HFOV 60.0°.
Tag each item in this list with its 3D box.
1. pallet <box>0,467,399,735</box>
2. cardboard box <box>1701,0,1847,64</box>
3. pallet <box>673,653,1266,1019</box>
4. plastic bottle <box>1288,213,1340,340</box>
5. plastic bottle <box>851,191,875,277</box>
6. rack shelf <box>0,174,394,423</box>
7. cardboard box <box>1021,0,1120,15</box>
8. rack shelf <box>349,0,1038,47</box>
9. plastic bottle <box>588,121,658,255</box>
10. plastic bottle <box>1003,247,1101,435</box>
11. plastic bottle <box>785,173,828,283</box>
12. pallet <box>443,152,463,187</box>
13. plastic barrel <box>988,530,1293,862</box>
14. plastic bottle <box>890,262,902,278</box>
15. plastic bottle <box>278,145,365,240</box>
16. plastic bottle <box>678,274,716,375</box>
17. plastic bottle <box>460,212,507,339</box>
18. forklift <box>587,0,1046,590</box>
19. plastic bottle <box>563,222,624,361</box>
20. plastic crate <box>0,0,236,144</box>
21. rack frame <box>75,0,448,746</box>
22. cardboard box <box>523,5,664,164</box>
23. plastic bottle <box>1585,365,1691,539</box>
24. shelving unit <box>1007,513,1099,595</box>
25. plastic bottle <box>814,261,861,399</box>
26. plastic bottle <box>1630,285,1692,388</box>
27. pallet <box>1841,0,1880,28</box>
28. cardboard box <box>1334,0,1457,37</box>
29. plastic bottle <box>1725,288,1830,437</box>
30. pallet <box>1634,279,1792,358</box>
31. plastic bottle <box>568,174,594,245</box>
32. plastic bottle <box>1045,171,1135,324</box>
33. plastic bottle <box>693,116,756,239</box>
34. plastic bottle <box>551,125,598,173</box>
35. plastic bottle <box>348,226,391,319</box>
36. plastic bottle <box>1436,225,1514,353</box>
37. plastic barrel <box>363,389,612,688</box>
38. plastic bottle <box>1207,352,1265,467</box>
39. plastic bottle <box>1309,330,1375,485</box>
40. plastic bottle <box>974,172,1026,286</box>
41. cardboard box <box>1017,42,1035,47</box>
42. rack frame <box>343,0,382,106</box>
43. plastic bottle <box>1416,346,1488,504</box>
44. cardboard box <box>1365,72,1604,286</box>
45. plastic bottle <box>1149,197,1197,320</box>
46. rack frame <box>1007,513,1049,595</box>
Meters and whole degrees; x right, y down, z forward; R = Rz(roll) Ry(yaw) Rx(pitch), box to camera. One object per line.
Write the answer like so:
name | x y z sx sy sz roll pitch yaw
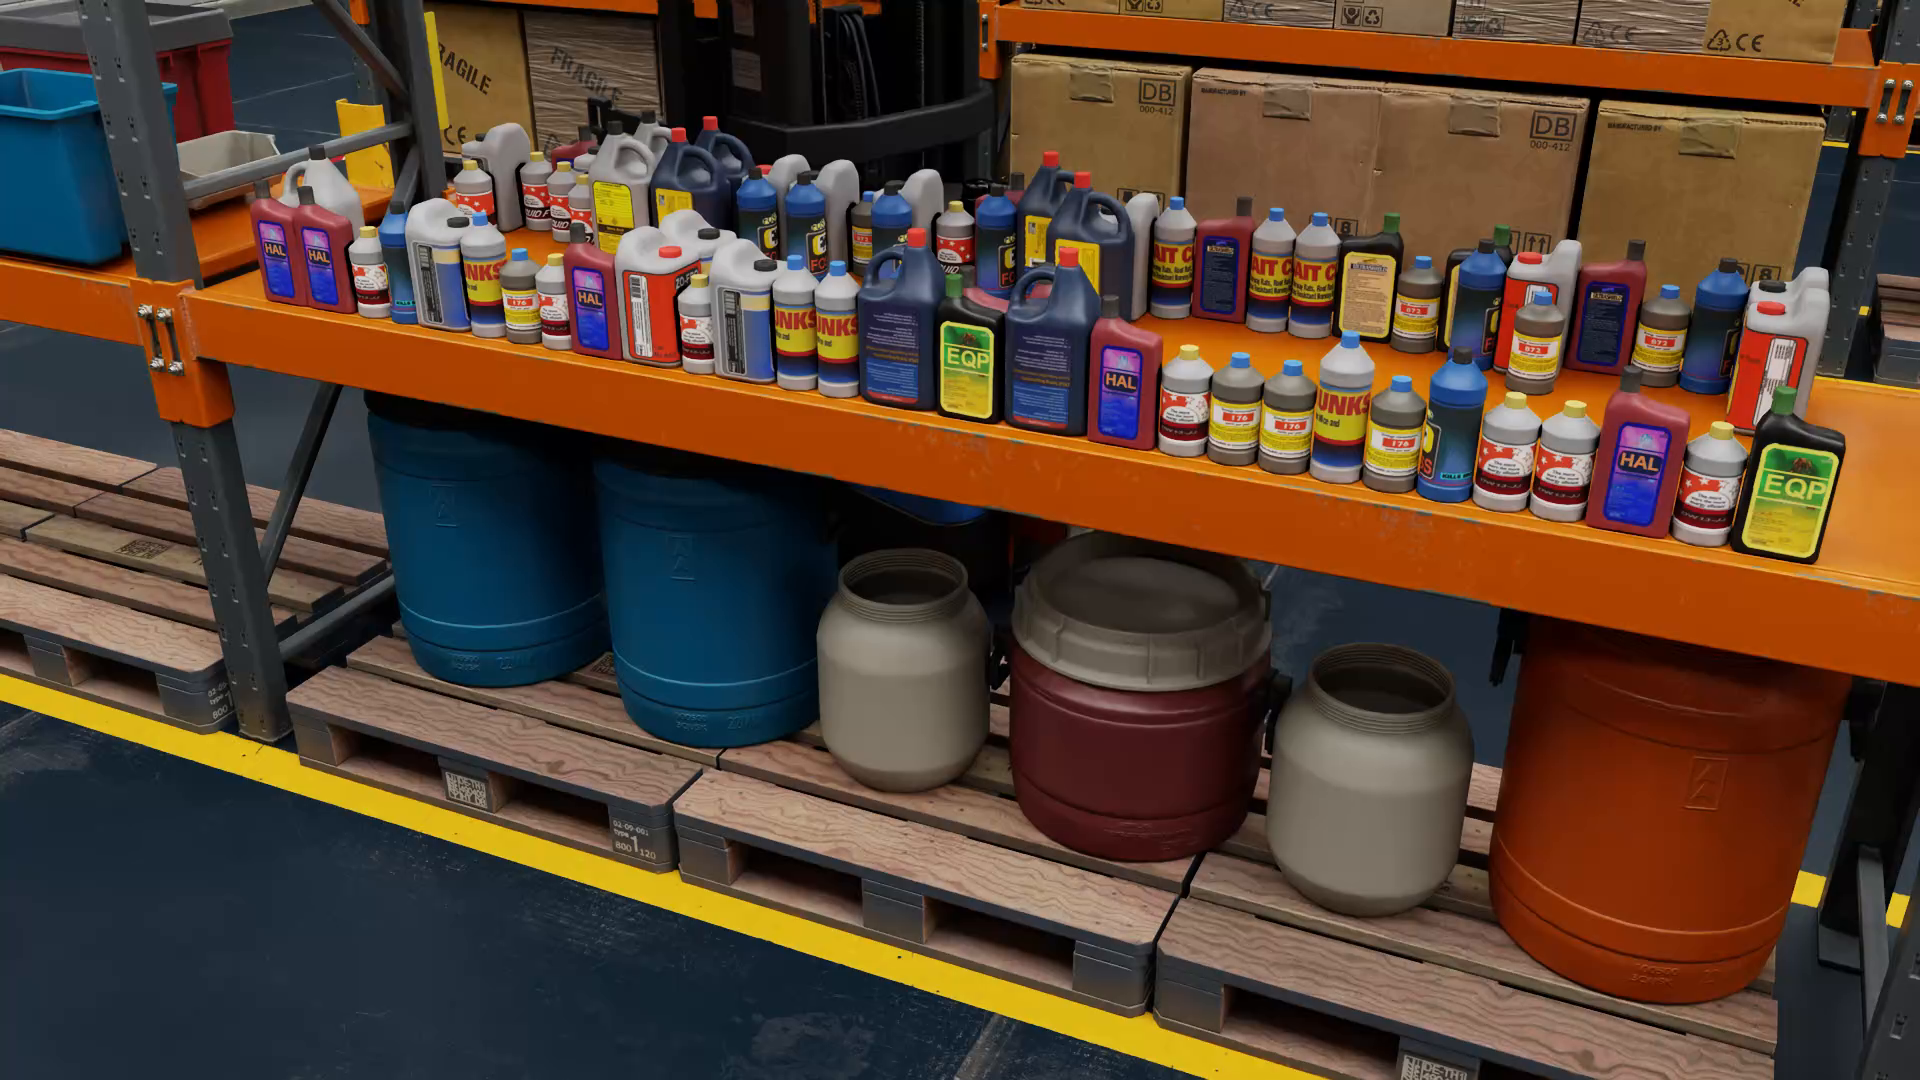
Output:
pallet | -2.430 0.144 5.218 1.213 0.211 1.003 11 28 22
cardboard box | 3.395 -2.283 6.879 0.500 0.500 0.500 12 29 23
pallet | 0.055 0.643 4.204 1.213 0.211 1.003 11 28 22
plastic bottle | 0.790 -0.591 3.701 0.097 0.271 0.097 0 26 0
plastic bottle | -0.221 -0.763 4.128 0.097 0.201 0.097 0 26 0
rack shelf | -3.565 -1.031 5.262 4.000 0.370 1.077 11 28 22
cardboard box | 0.621 -2.840 8.008 0.500 0.500 0.500 11 28 22
rack shelf | -1.515 -3.022 9.307 4.000 0.370 1.077 11 28 22
plastic bottle | -0.832 -0.871 4.180 0.185 0.351 0.144 11 28 22
plastic bottle | 0.184 -0.392 3.205 0.185 0.351 0.144 11 28 22
plastic bottle | -0.373 -0.751 4.025 0.097 0.271 0.097 0 26 0
pallet | -2.575 -2.345 10.274 1.213 0.211 1.003 11 28 22
plastic barrel | 0.416 0.348 3.902 0.708 0.588 0.600 11 28 22
plastic bottle | -0.096 -0.471 3.456 0.097 0.271 0.097 0 26 0
plastic bottle | -1.522 -0.764 3.961 0.185 0.351 0.144 11 28 22
plastic bottle | -0.544 -0.459 3.512 0.097 0.201 0.097 0 26 0
plastic bottle | -1.054 -0.593 3.705 0.097 0.271 0.097 0 26 0
forklift | -0.718 -1.702 5.888 1.130 2.935 3.031 -23 34 -39
plastic bottle | -0.779 -0.535 3.572 0.133 0.283 0.061 11 28 22
plastic crate | -2.454 -1.308 4.870 0.583 0.464 0.402 11 28 22
rack frame | -1.745 -0.988 4.361 0.127 3.000 1.000 11 28 22
cardboard box | -1.892 -2.695 9.757 0.875 0.875 0.875 11 28 22
plastic bottle | 1.142 -0.149 2.788 0.133 0.283 0.061 11 28 22
shelving unit | 0.311 -0.285 5.140 0.215 1.050 0.252 -23 34 -39
plastic bottle | -0.244 -0.431 3.374 0.097 0.271 0.097 0 26 0
plastic bottle | 1.454 -0.426 3.445 0.097 0.201 0.097 0 26 0
pallet | 8.760 -4.838 15.338 1.213 0.211 1.003 11 28 22
cardboard box | 2.007 -2.564 7.449 0.500 0.500 0.500 12 29 23
plastic bottle | 1.574 -0.349 3.203 0.135 0.276 0.152 11 28 22
pallet | 3.260 -1.171 7.890 1.213 0.211 1.003 11 28 22
plastic bottle | -0.954 -0.836 4.278 0.097 0.201 0.097 0 26 0
plastic bottle | 0.290 -0.642 3.714 0.185 0.351 0.144 11 28 22
plastic bottle | -0.604 -0.895 4.229 0.185 0.351 0.144 11 28 22
plastic bottle | -1.023 -0.969 4.455 0.133 0.283 0.061 11 28 22
plastic bottle | -1.353 -0.622 3.842 0.097 0.201 0.097 0 26 0
plastic bottle | 1.112 -0.541 3.584 0.133 0.283 0.061 11 28 22
plastic barrel | -1.256 -0.129 4.515 0.708 0.901 0.600 11 28 22
plastic bottle | 0.513 -0.247 3.081 0.097 0.201 0.097 0 26 0
plastic bottle | 0.690 -0.243 2.993 0.097 0.271 0.097 0 26 0
plastic bottle | 0.103 -0.743 3.996 0.133 0.283 0.061 11 28 22
cardboard box | 0.568 -4.094 13.422 0.250 0.149 0.380 11 28 22
rack frame | -3.336 -3.711 9.891 0.127 3.000 1.000 11 28 22
plastic bottle | 0.867 -0.207 2.921 0.097 0.271 0.097 0 26 0
cardboard box | 2.519 -1.784 7.907 0.875 0.875 1.225 11 28 22
plastic bottle | 0.491 -0.651 3.822 0.097 0.271 0.097 0 26 0
rack frame | 0.226 -0.323 5.218 0.200 1.050 0.008 -23 34 -39
